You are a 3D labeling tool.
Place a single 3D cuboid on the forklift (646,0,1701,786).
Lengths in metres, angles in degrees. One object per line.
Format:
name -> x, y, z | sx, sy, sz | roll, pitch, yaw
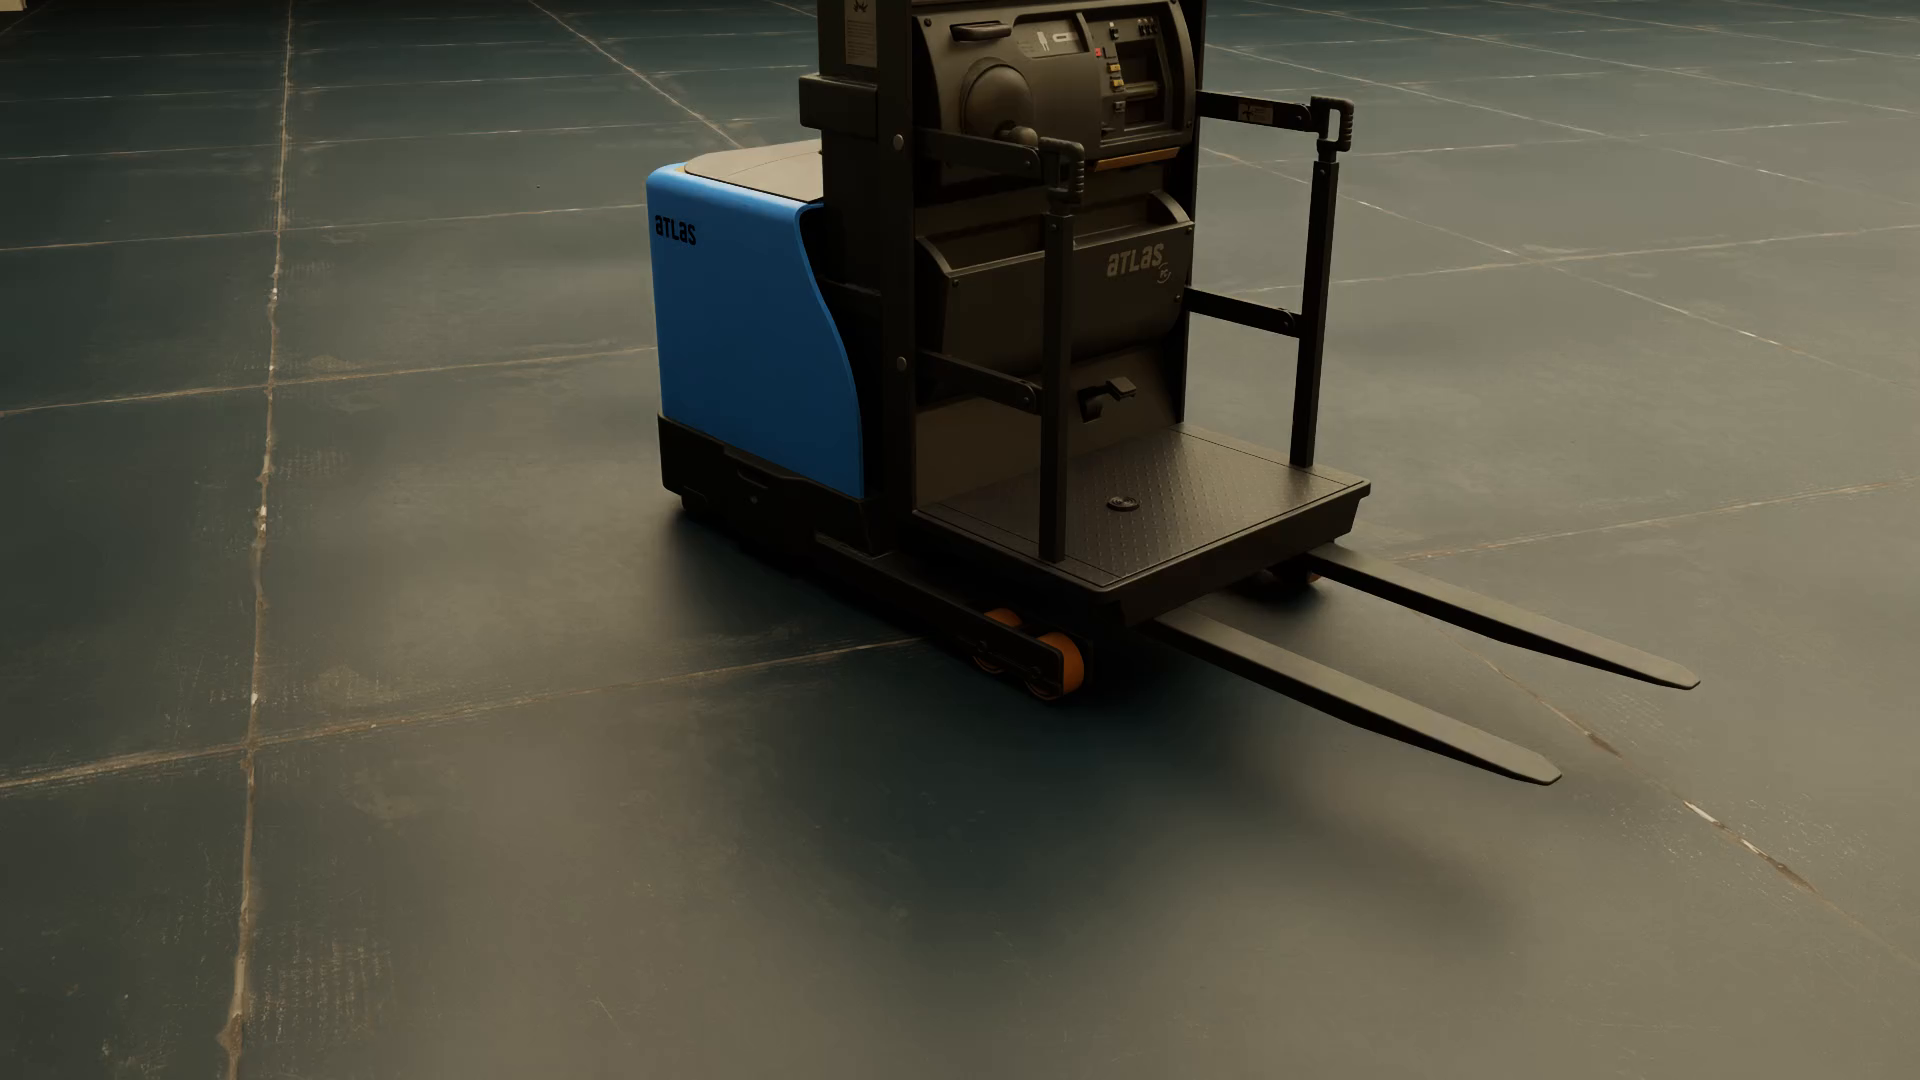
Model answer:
forklift -> 0.409, -1.176, 4.096 | 1.130, 2.935, 3.031 | -19, 30, -38
